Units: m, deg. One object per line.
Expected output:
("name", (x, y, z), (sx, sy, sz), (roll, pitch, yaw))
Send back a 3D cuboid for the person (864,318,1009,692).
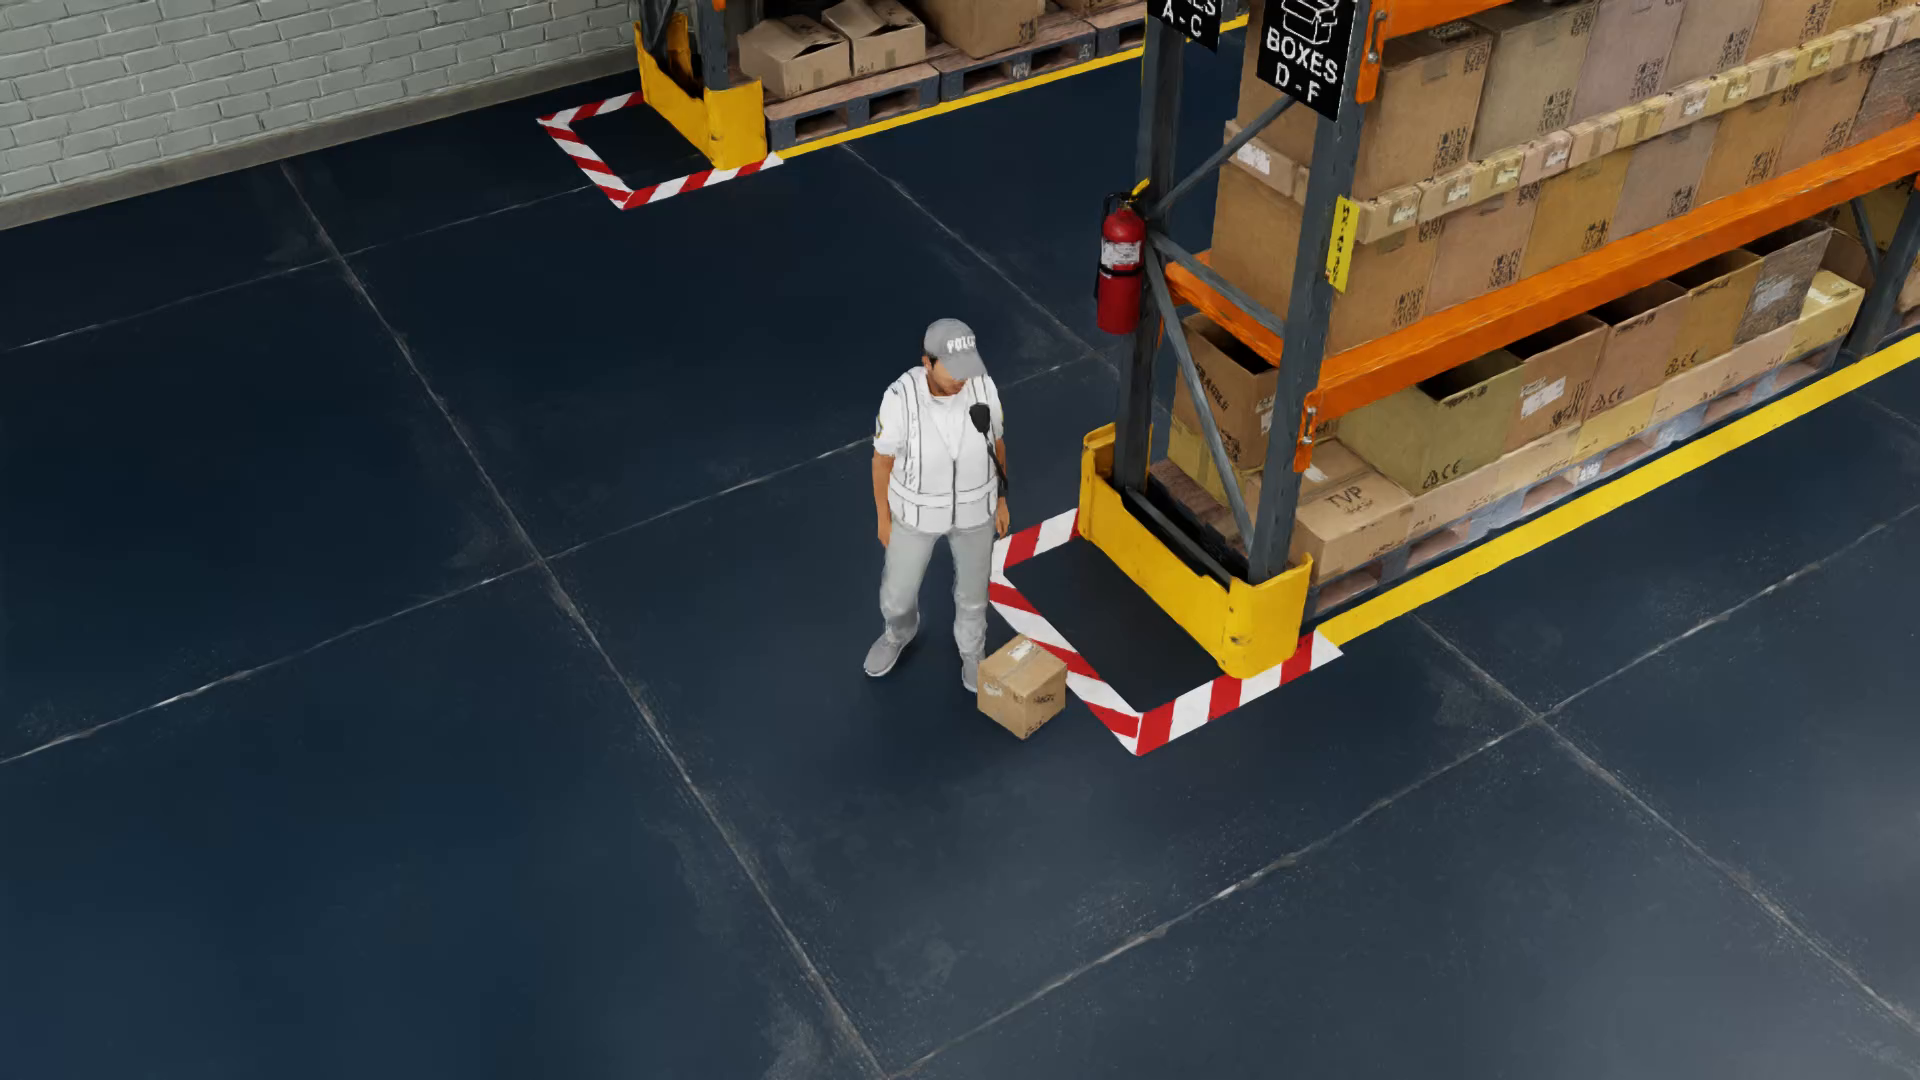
("person", (-0.100, -0.113, 6.264), (0.578, 1.662, 0.392), (-9, 42, -10))
